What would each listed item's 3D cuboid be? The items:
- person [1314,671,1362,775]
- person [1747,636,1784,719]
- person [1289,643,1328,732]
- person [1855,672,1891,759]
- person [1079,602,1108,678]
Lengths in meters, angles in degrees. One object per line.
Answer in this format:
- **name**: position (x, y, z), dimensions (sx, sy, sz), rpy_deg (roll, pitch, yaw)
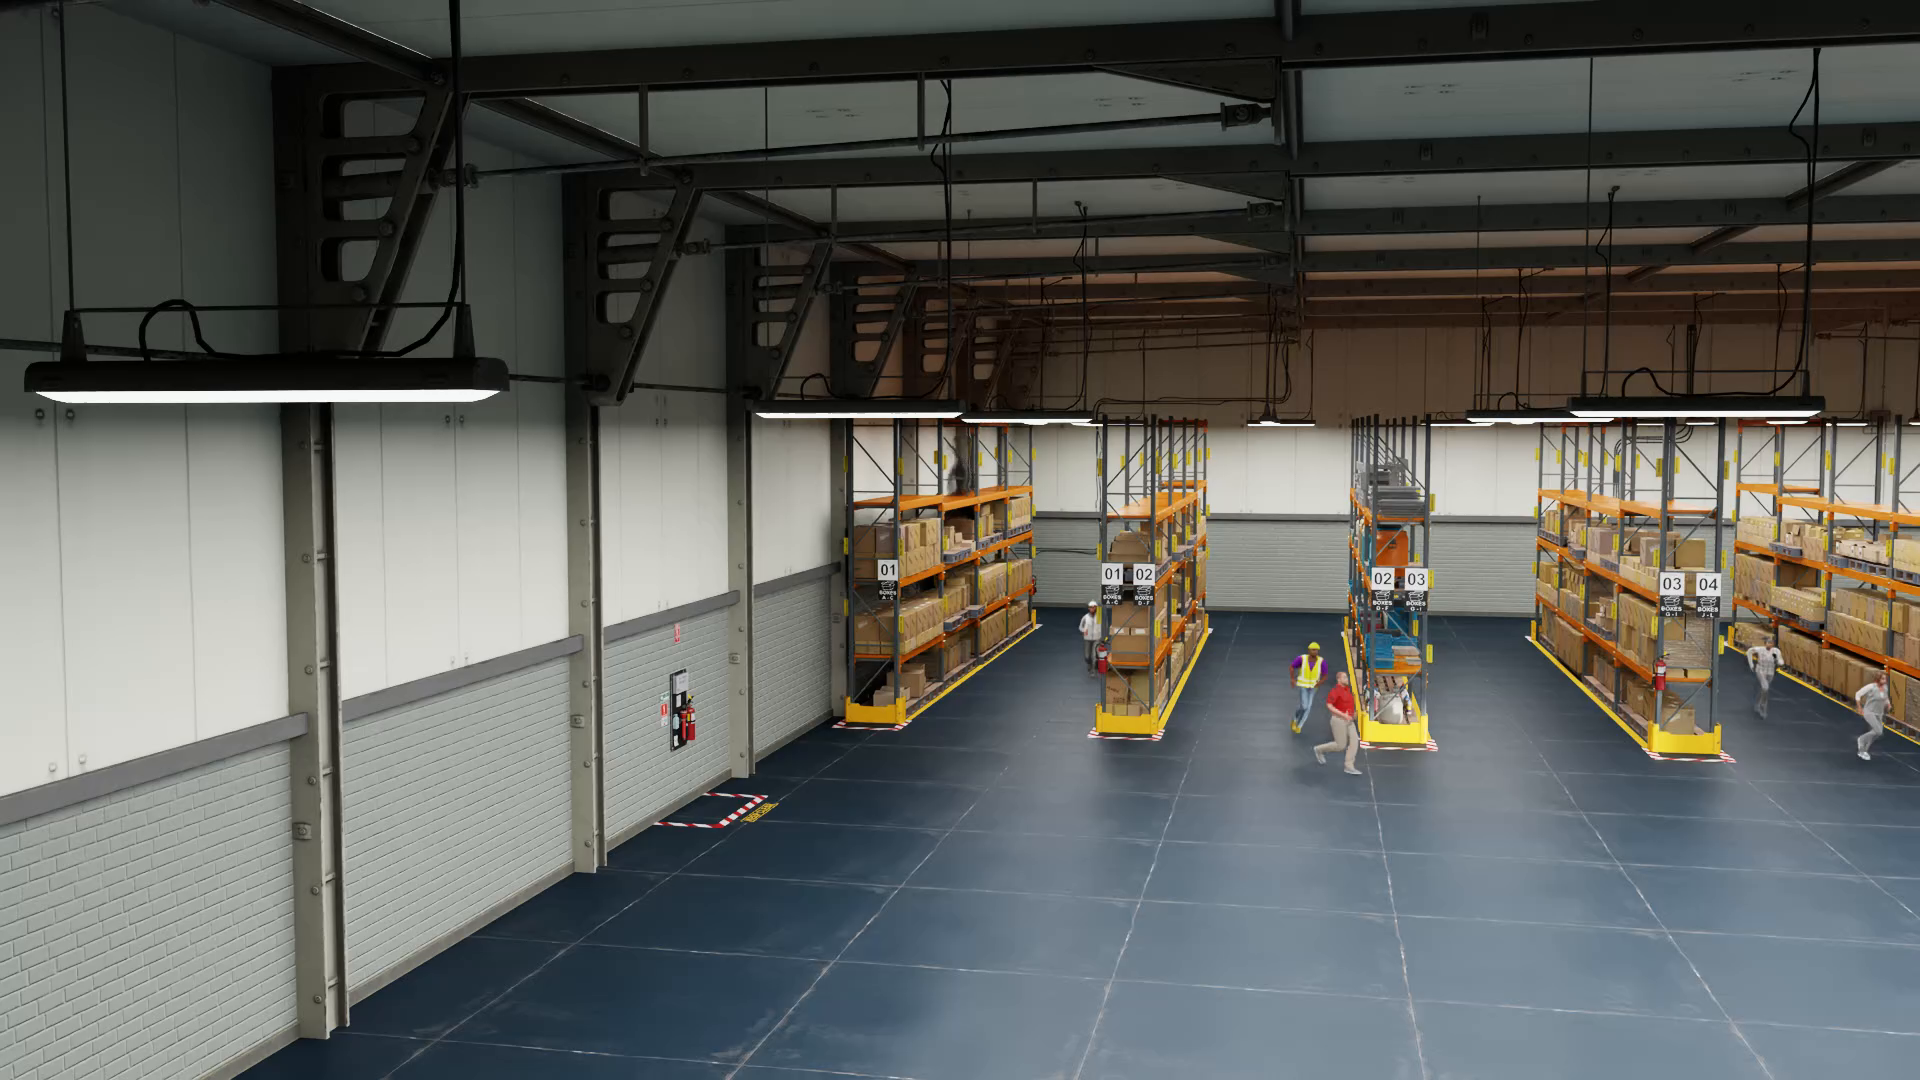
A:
- **person**: position (6.335, 3.035, 27.693), dimensions (0.835, 1.707, 0.667), rpy_deg (3, 5, 42)
- **person**: position (16.013, 2.696, 33.097), dimensions (0.603, 1.665, 0.880), rpy_deg (0, 4, 4)
- **person**: position (6.594, 2.780, 31.320), dimensions (0.672, 1.714, 0.570), rpy_deg (0, 4, -3)
- **person**: position (15.827, 3.034, 28.764), dimensions (0.493, 1.541, 0.588), rpy_deg (-1, 4, -19)
- **person**: position (3.089, 2.293, 38.526), dimensions (0.669, 1.733, 0.760), rpy_deg (1, 4, 8)
